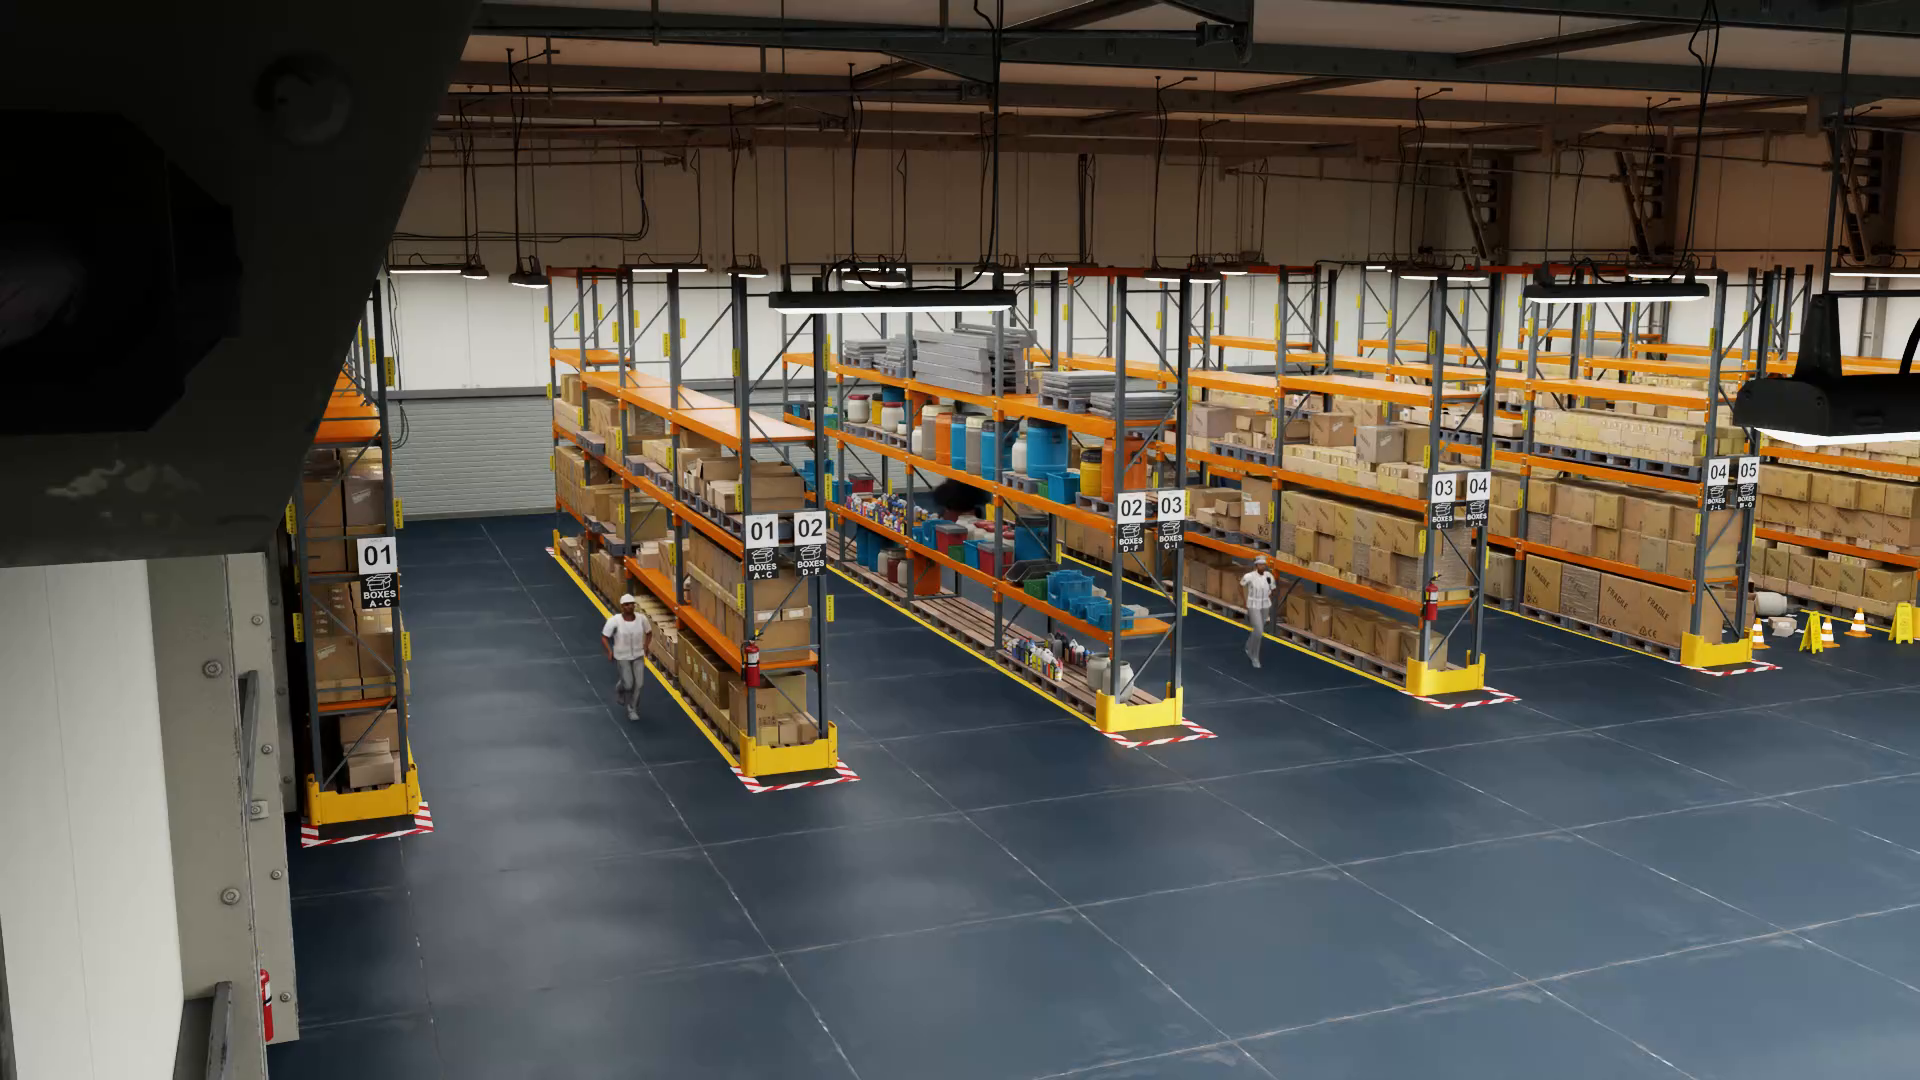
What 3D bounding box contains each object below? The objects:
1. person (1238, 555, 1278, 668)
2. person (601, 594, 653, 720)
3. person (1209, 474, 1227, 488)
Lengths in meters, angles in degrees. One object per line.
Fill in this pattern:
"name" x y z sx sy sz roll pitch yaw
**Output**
"person" 4.606 1.077 25.651 0.555 1.754 0.727 -3 10 -17
"person" -4.513 1.577 22.680 0.700 1.720 0.592 -5 11 -26
"person" 6.583 -1.907 42.788 0.587 1.692 0.836 9 13 40
